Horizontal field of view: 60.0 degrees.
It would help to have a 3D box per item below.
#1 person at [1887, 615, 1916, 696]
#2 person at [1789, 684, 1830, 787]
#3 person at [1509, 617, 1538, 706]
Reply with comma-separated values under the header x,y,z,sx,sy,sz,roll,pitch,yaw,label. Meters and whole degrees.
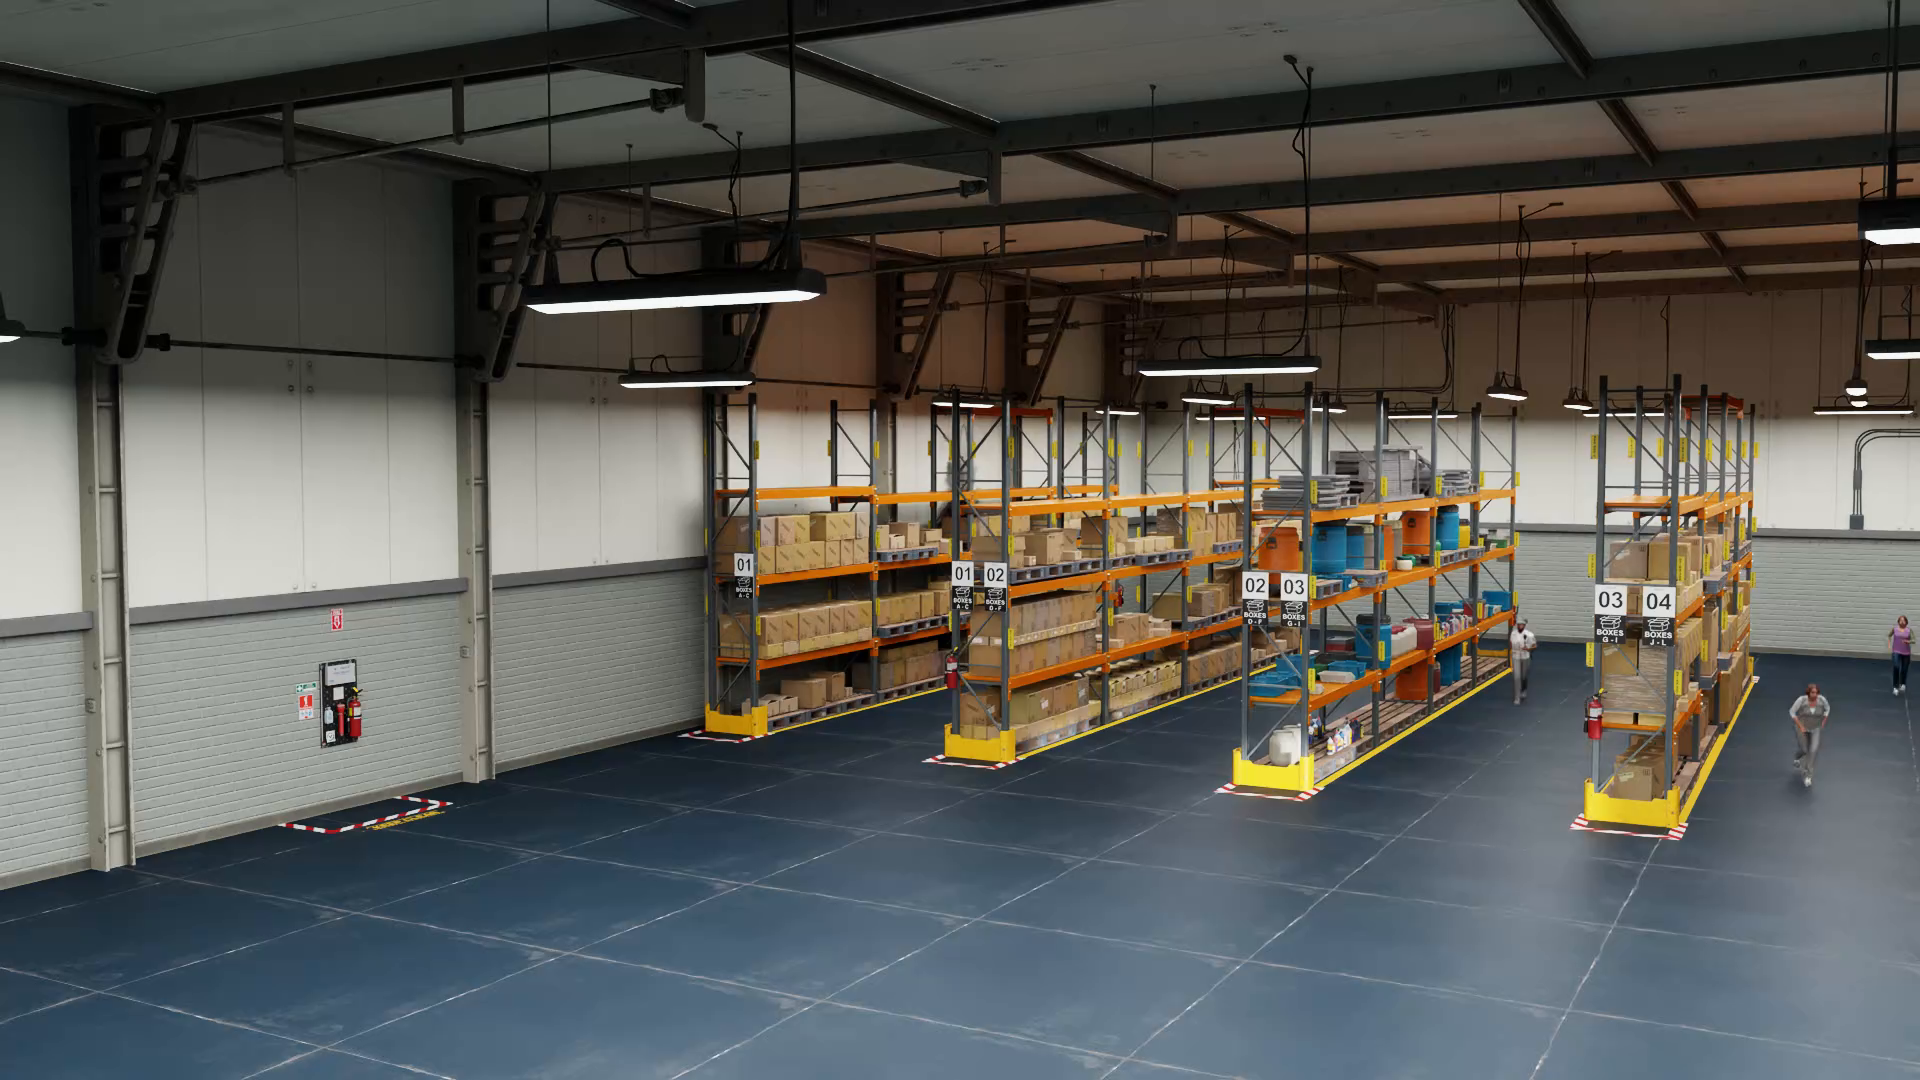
x,y,z,sx,sy,sz,roll,pitch,yaw,label
19.265,2.360,34.049,0.507,1.648,0.728,1,3,25,person
12.793,2.899,25.128,0.559,1.549,0.895,1,3,10,person
11.142,2.378,32.937,0.565,1.721,0.852,1,3,26,person
